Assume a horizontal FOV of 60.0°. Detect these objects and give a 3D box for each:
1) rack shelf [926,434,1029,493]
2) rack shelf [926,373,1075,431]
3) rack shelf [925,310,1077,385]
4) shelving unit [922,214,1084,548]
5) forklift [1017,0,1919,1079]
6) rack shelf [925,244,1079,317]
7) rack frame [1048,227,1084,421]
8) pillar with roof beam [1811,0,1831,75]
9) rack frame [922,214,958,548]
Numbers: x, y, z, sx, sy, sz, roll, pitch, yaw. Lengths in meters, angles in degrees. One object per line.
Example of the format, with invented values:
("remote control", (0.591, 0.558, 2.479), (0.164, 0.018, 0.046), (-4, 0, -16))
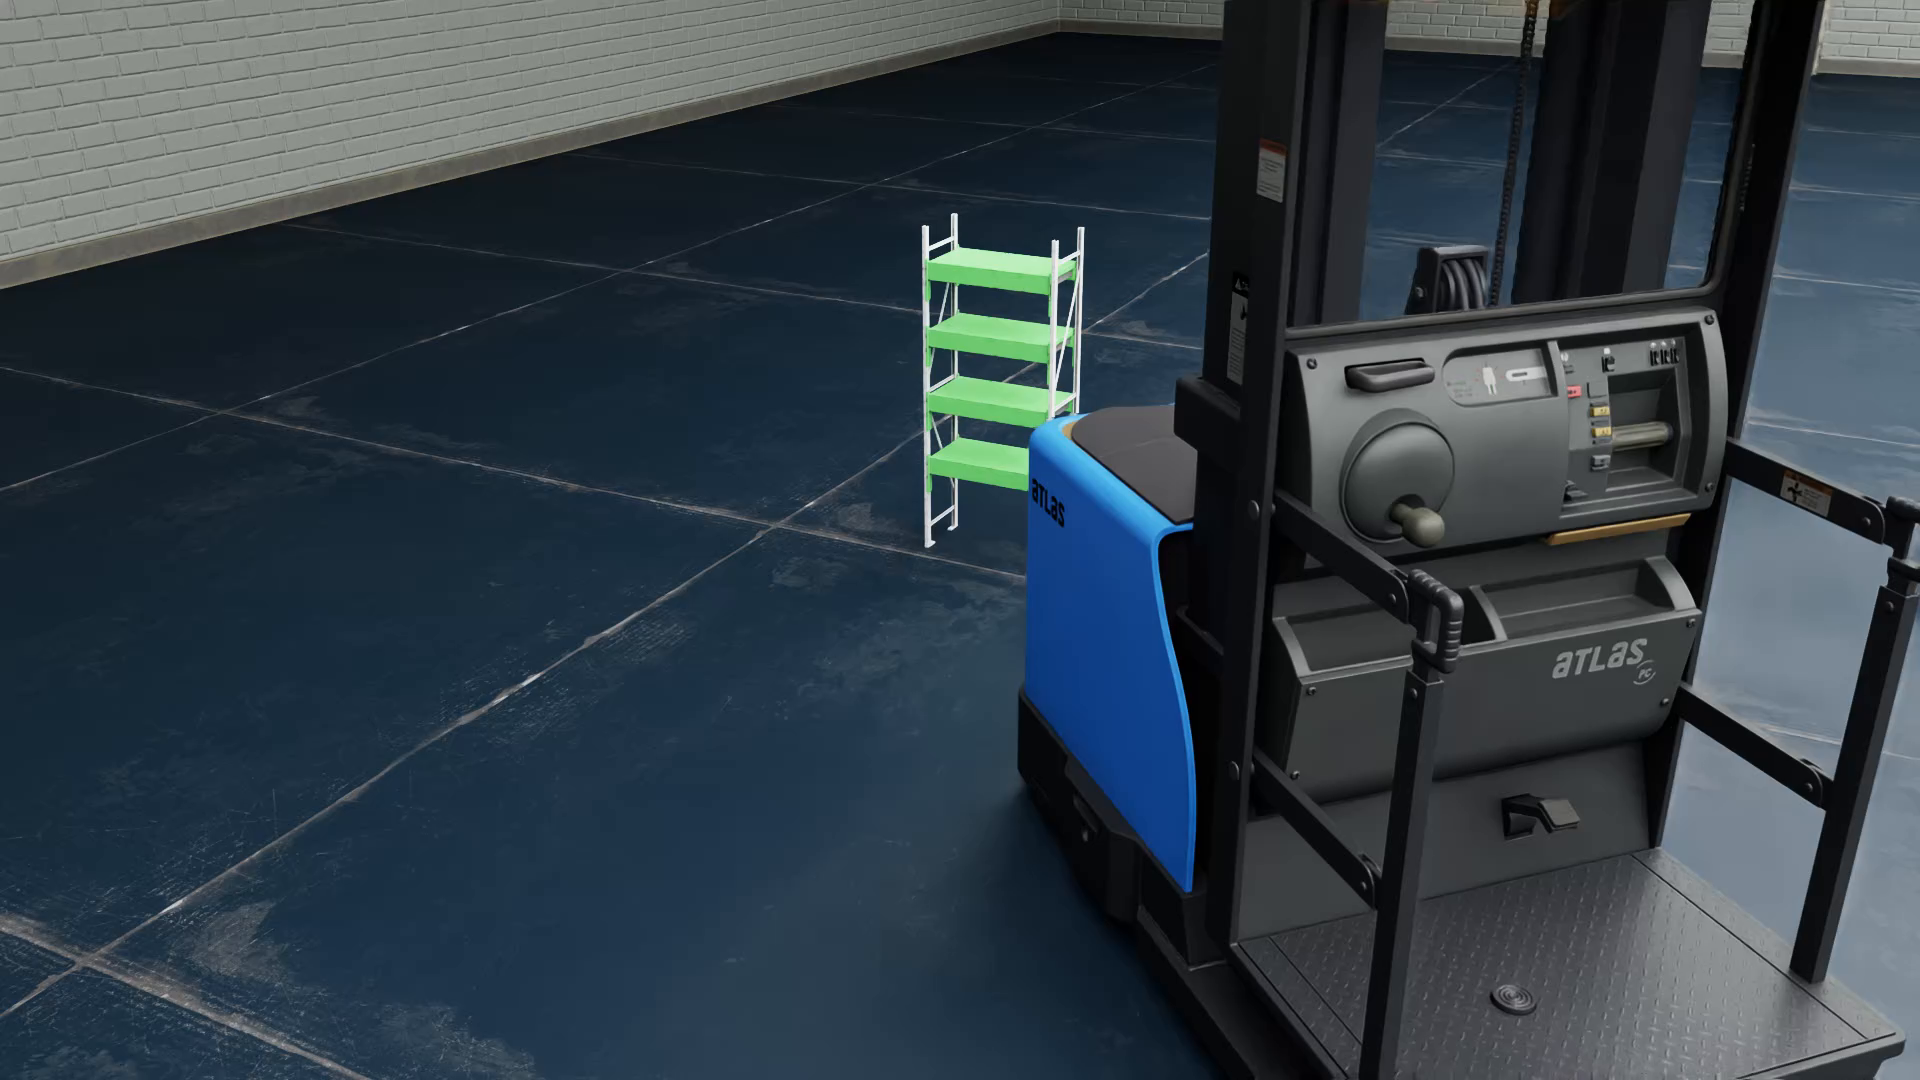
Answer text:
("rack shelf", (0.148, -0.243, 6.065), (0.480, 0.148, 0.258), (11, 25, 25))
("rack shelf", (0.148, -0.464, 5.971), (0.480, 0.148, 0.258), (11, 25, 25))
("rack shelf", (0.148, -0.685, 5.878), (0.480, 0.148, 0.258), (11, 25, 25))
("shelving unit", (0.148, -0.523, 5.946), (0.503, 1.200, 0.258), (11, 25, 25))
("forklift", (1.125, -0.188, 2.947), (1.130, 2.935, 3.031), (-8, 24, -18))
("rack shelf", (0.148, -0.906, 5.784), (0.480, 0.148, 0.258), (11, 25, 25))
("rack frame", (0.365, -0.480, 5.845), (0.015, 1.200, 0.240), (11, 25, 25))
("pillar with roof beam", (7.330, -7.814, 13.126), (0.400, 9.000, 9.100), (11, 25, 25))
("rack frame", (-0.070, -0.566, 6.048), (0.015, 1.200, 0.240), (11, 25, 25))
